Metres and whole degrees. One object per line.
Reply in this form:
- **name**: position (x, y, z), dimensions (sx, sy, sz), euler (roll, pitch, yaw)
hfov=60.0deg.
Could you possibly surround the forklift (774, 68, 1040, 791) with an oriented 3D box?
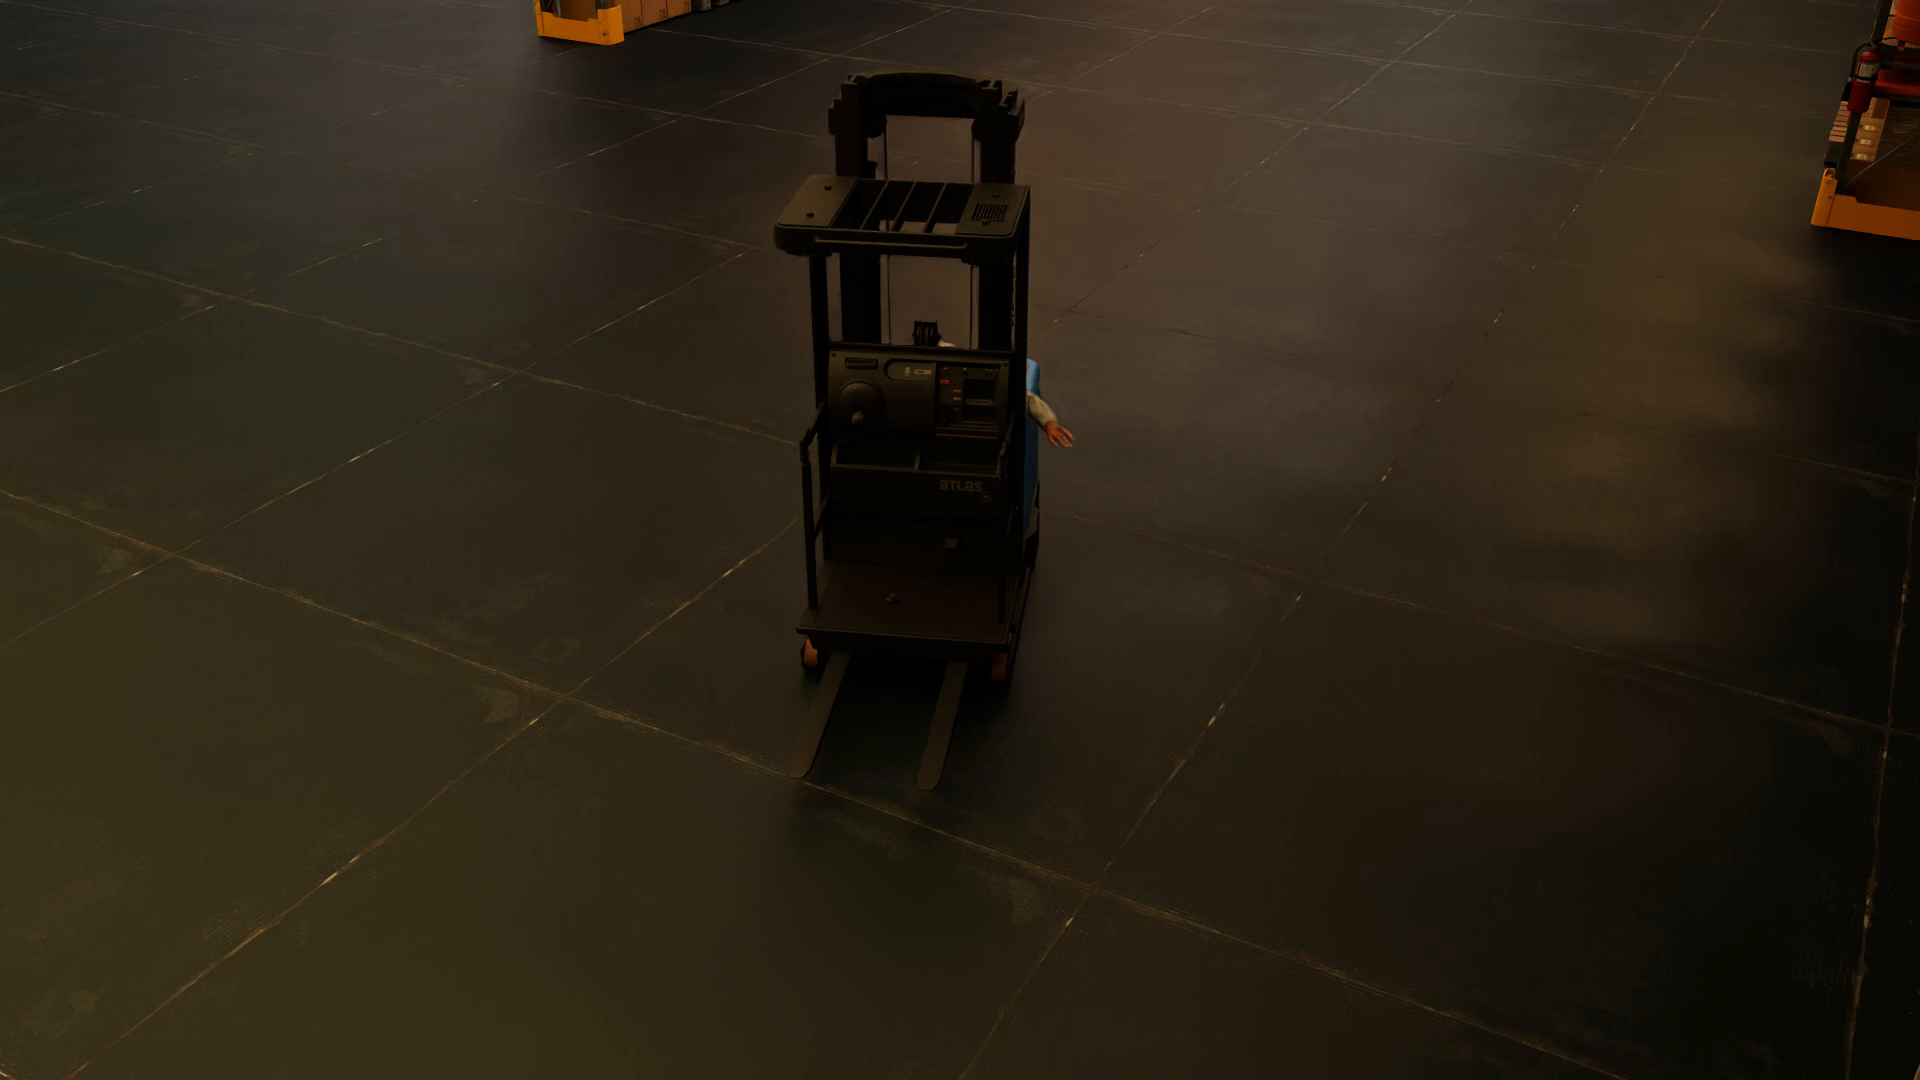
- **forklift**: position (-0.240, -0.708, 8.297), dimensions (1.130, 2.935, 3.031), euler (4, 30, 7)

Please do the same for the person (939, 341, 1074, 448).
- **person**: position (-0.034, -0.413, 9.215), dimensions (1.513, 1.488, 0.799), euler (13, 33, 22)
